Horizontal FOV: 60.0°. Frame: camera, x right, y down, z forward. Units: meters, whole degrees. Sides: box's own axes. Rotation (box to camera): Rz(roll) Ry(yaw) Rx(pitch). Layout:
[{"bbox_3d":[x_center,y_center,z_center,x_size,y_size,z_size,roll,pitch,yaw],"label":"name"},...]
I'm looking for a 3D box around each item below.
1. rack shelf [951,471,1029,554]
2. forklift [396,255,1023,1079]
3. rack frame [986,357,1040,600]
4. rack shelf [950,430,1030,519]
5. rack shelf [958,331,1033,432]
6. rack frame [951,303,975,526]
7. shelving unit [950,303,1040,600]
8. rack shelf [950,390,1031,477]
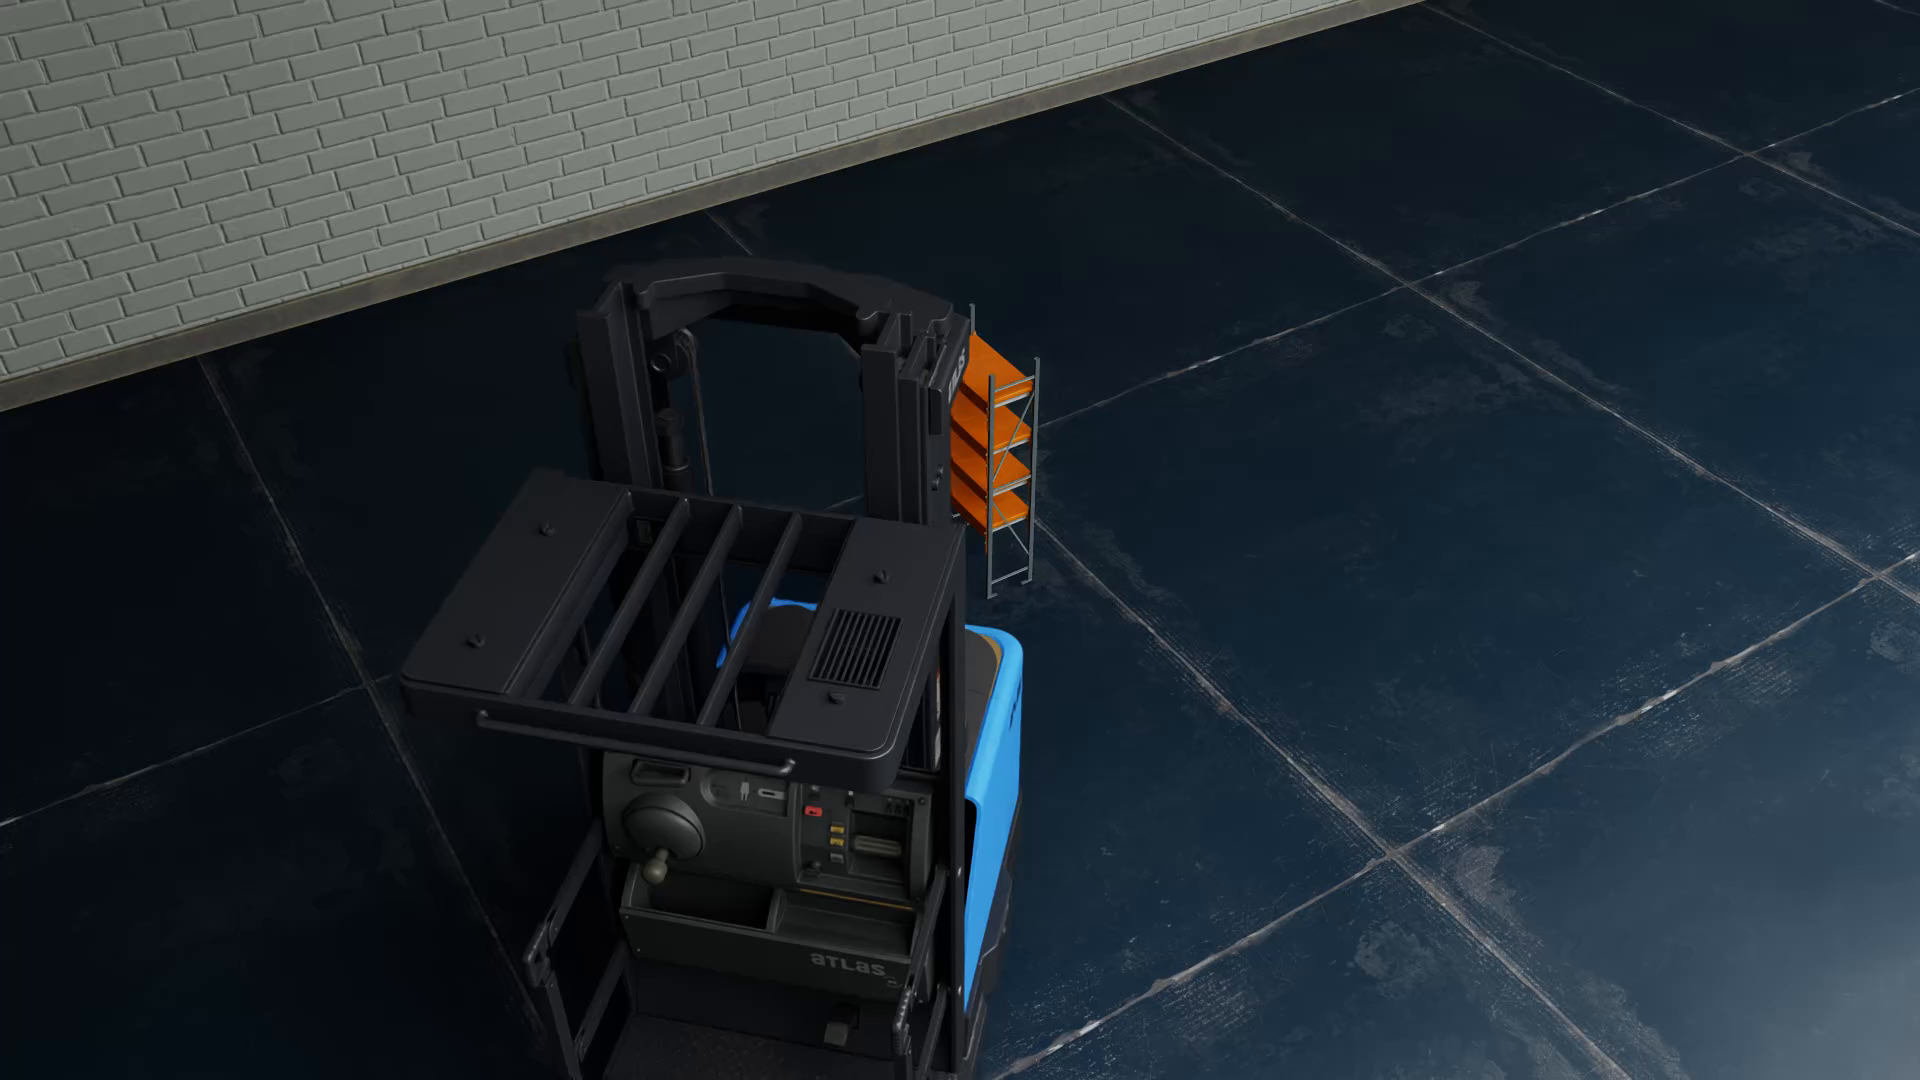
[{"bbox_3d":[0.089,-0.167,7.429,0.258,0.148,0.480,-22,45,-24],"label":"rack shelf"},{"bbox_3d":[-0.579,0.870,4.416,1.130,2.935,3.031,8,40,9],"label":"forklift"},{"bbox_3d":[0.220,-0.240,7.101,0.240,1.200,0.015,-22,45,-24],"label":"rack frame"},{"bbox_3d":[0.089,-0.320,7.302,0.258,0.148,0.480,-22,45,-24],"label":"rack shelf"},{"bbox_3d":[0.089,-0.673,7.007,0.258,0.148,0.480,-22,45,-24],"label":"rack shelf"},{"bbox_3d":[-0.042,-0.503,7.417,0.240,1.200,0.015,-22,45,-24],"label":"rack frame"},{"bbox_3d":[0.089,-0.372,7.259,0.258,1.200,0.503,-22,45,-24],"label":"shelving unit"},{"bbox_3d":[0.089,-0.492,7.159,0.258,0.148,0.480,-22,45,-24],"label":"rack shelf"}]
